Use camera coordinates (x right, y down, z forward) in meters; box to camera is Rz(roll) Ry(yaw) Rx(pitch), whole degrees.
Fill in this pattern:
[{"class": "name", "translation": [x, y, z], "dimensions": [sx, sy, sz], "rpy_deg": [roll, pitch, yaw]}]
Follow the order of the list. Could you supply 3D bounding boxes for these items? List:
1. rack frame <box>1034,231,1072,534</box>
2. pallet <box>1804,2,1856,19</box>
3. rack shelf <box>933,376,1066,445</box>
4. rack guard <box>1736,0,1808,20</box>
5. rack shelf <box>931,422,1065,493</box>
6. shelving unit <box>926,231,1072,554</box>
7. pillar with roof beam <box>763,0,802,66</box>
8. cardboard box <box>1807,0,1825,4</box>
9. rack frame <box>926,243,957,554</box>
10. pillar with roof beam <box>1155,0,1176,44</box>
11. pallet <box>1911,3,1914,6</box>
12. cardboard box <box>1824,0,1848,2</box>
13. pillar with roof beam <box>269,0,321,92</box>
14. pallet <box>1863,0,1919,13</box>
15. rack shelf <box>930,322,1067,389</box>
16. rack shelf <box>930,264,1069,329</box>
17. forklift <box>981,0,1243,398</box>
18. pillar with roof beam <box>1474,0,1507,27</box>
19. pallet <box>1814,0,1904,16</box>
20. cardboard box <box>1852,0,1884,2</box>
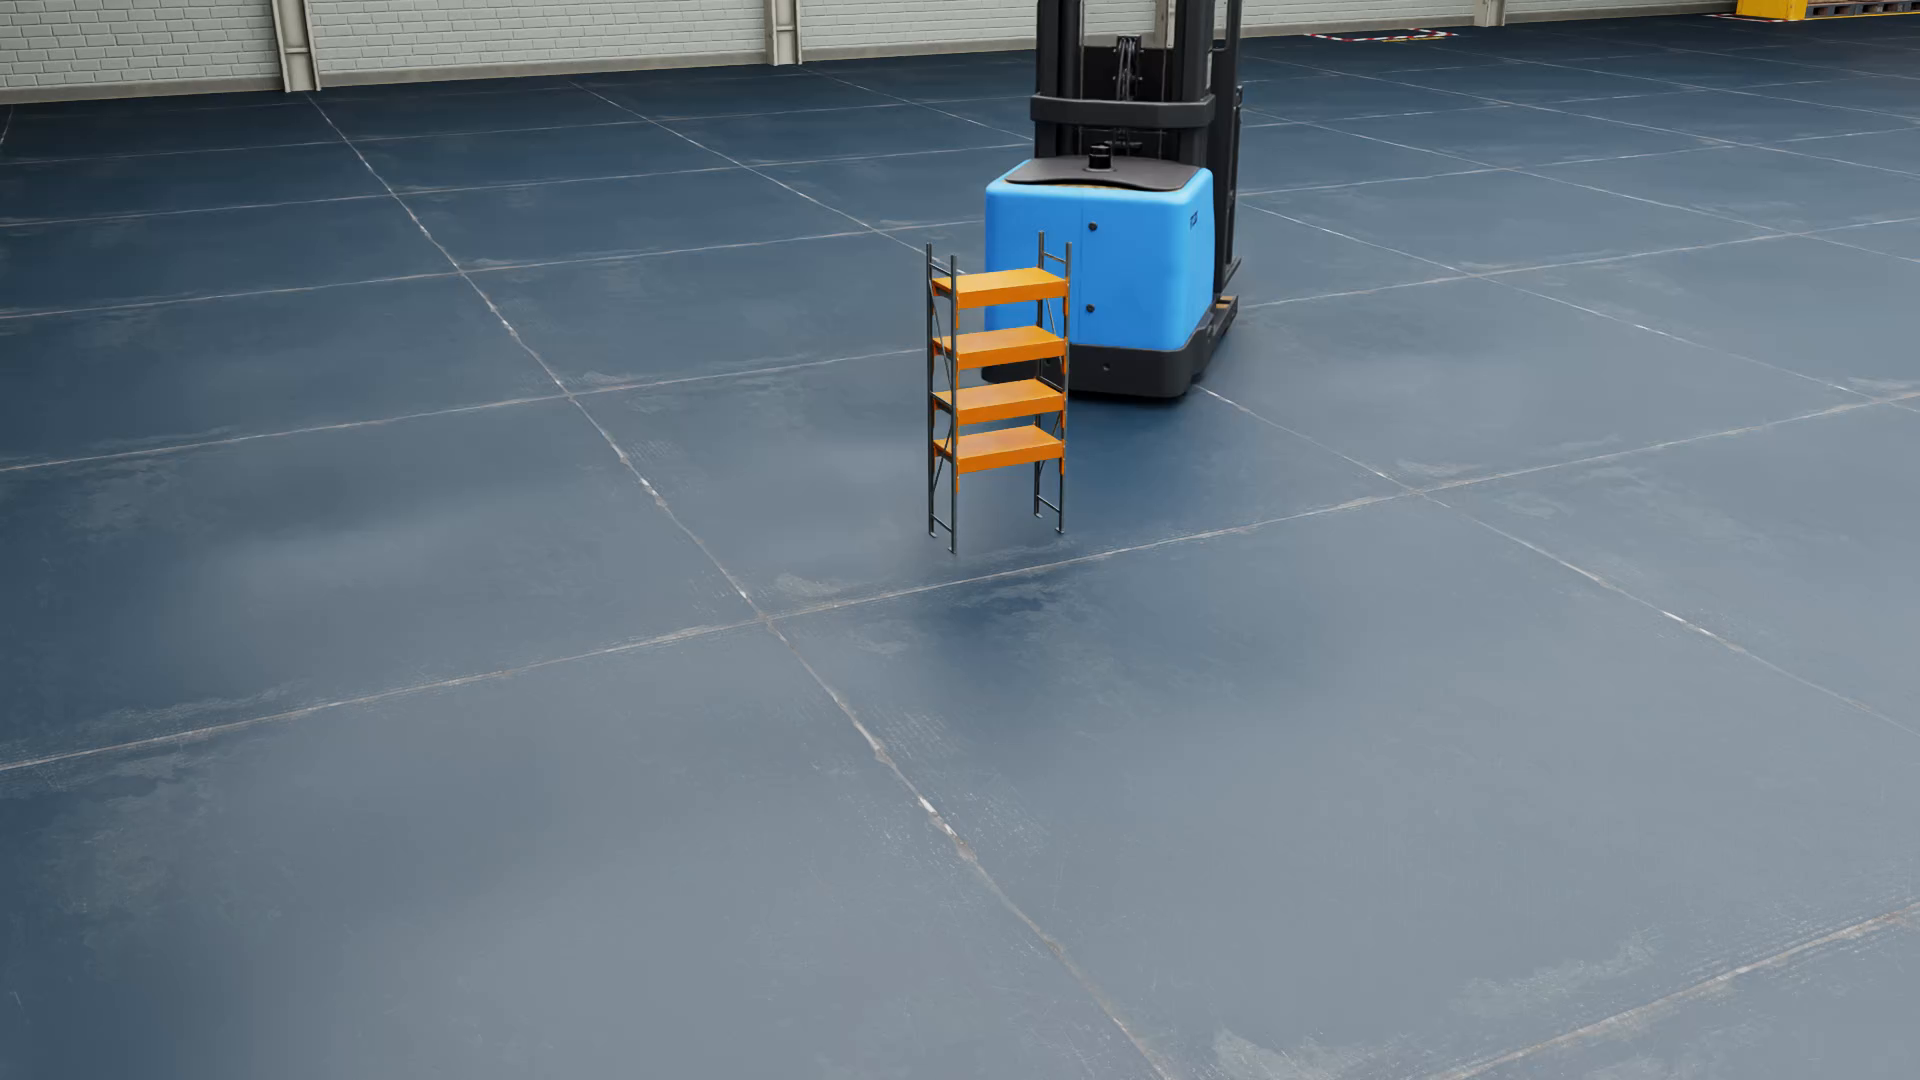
[{"class": "rack frame", "translation": [0.369, -0.622, 6.685], "dimensions": [0.015, 1.200, 0.240], "rpy_deg": [-10, 25, -24]}, {"class": "pallet", "translation": [14.461, -9.086, 28.425], "dimensions": [1.213, 0.211, 1.003], "rpy_deg": [-10, 25, -24]}, {"class": "rack shelf", "translation": [0.149, -0.520, 6.613], "dimensions": [0.480, 0.148, 0.258], "rpy_deg": [-10, 25, -24]}, {"class": "rack guard", "translation": [13.713, -9.097, 28.074], "dimensions": [0.348, 0.500, 1.175], "rpy_deg": [-10, 25, -24]}, {"class": "rack shelf", "translation": [0.149, -0.336, 6.689], "dimensions": [0.480, 0.148, 0.258], "rpy_deg": [-10, 25, -24]}, {"class": "shelving unit", "translation": [0.149, -0.582, 6.587], "dimensions": [0.503, 1.200, 0.258], "rpy_deg": [-10, 25, -24]}, {"class": "pillar with roof beam", "translation": [-0.452, -8.956, 16.621], "dimensions": [0.400, 9.000, 9.100], "rpy_deg": [-10, 25, -24]}, {"class": "cardboard box", "translation": [14.307, -9.284, 28.198], "dimensions": [0.500, 0.311, 0.500], "rpy_deg": [-14, 26, -30]}, {"class": "rack frame", "translation": [-0.071, -0.541, 6.489], "dimensions": [0.015, 1.200, 0.240], "rpy_deg": [-10, 25, -24]}, {"class": "pillar with roof beam", "translation": [4.955, -9.952, 19.026], "dimensions": [0.400, 9.000, 9.100], "rpy_deg": [-10, 25, -24]}, {"class": "pallet", "translation": [17.950, -9.744, 30.015], "dimensions": [1.213, 0.211, 1.003], "rpy_deg": [-10, 25, -24]}, {"class": "cardboard box", "translation": [14.821, -9.379, 28.426], "dimensions": [0.500, 0.311, 0.500], "rpy_deg": [-8, 24, -19]}, {"class": "pillar with roof beam", "translation": [-5.858, -7.961, 14.217], "dimensions": [0.400, 9.000, 9.100], "rpy_deg": [-10, 25, -24]}, {"class": "pallet", "translation": [16.659, -9.491, 29.403], "dimensions": [1.213, 0.211, 1.003], "rpy_deg": [-10, 25, -24]}, {"class": "rack shelf", "translation": [0.149, -0.726, 6.527], "dimensions": [0.480, 0.148, 0.258], "rpy_deg": [-10, 25, -24]}, {"class": "rack shelf", "translation": [0.149, -0.945, 6.437], "dimensions": [0.480, 0.148, 0.258], "rpy_deg": [-10, 25, -24]}, {"class": "forklift", "translation": [1.019, -2.597, 9.192], "dimensions": [1.130, 2.935, 3.031], "rpy_deg": [6, 23, 15]}, {"class": "pillar with roof beam", "translation": [10.361, -10.947, 21.430], "dimensions": [0.400, 9.000, 9.100], "rpy_deg": [-10, 25, -24]}, {"class": "pallet", "translation": [15.558, -9.287, 28.910], "dimensions": [1.213, 0.211, 1.003], "rpy_deg": [-10, 25, -24]}, {"class": "cardboard box", "translation": [15.504, -9.571, 28.642], "dimensions": [0.500, 0.500, 0.700], "rpy_deg": [-12, 25, -27]}]
